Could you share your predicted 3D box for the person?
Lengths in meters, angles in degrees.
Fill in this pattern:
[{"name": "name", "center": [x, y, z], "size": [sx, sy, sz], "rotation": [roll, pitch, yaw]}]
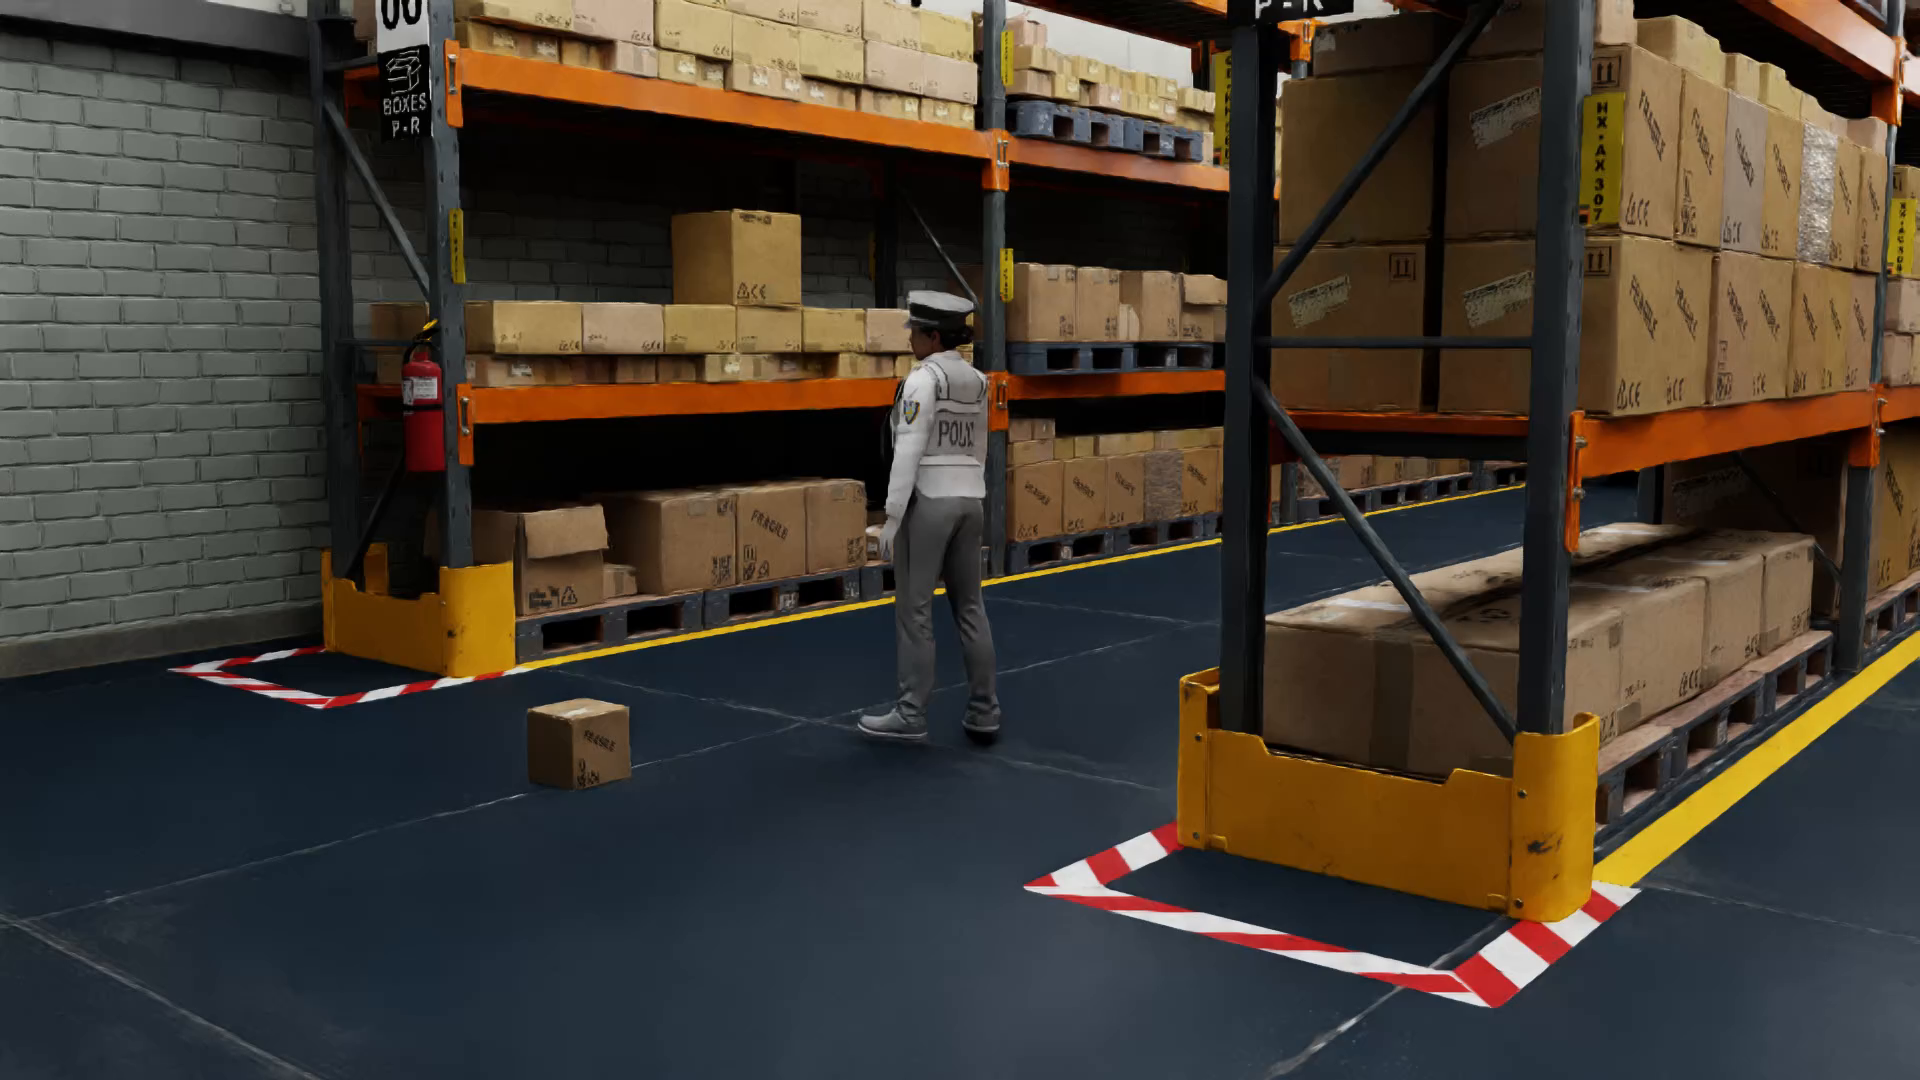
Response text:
[{"name": "person", "center": [-0.106, -0.090, 6.223], "size": [0.444, 1.677, 0.574], "rotation": [5, 8, 37]}]
